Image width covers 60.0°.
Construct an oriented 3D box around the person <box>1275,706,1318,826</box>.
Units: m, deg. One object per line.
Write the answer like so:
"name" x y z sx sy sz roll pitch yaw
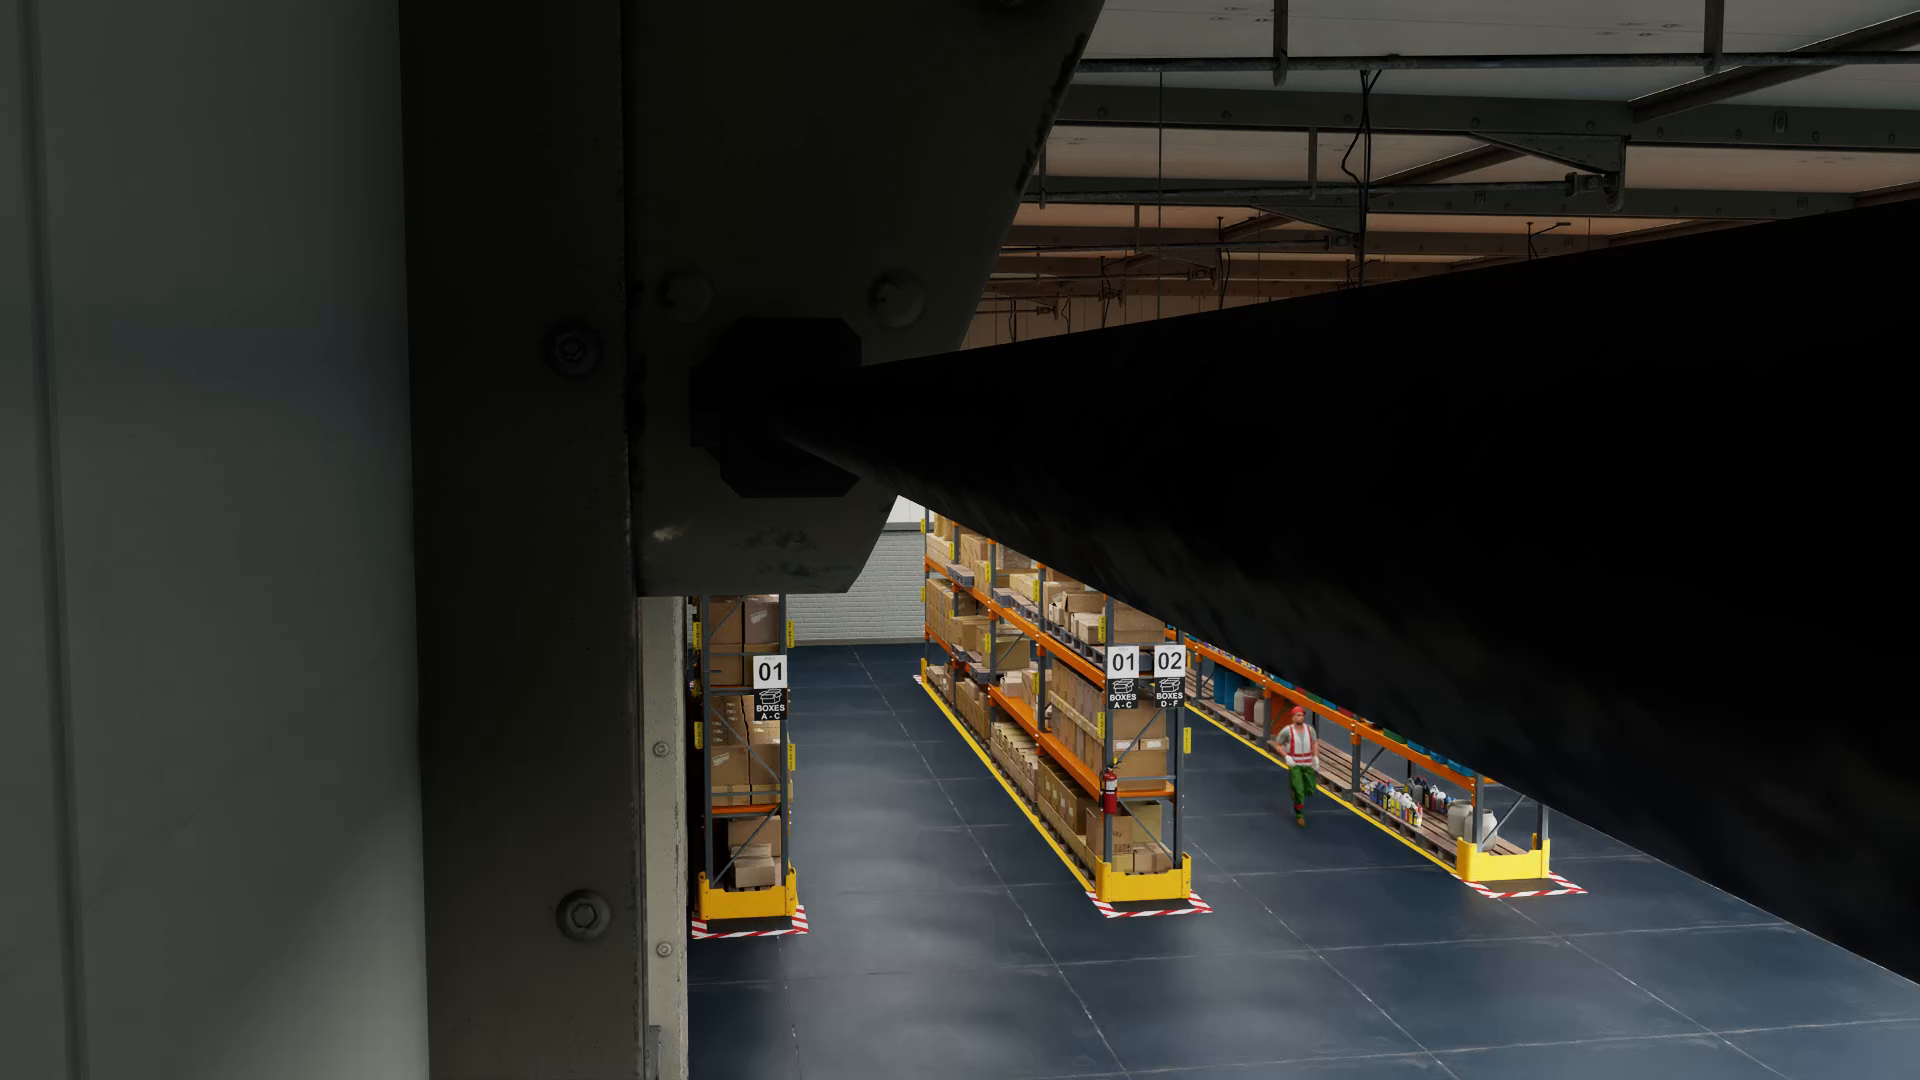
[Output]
"person" 4.990 3.313 24.617 0.676 1.724 0.675 -1 5 -15
